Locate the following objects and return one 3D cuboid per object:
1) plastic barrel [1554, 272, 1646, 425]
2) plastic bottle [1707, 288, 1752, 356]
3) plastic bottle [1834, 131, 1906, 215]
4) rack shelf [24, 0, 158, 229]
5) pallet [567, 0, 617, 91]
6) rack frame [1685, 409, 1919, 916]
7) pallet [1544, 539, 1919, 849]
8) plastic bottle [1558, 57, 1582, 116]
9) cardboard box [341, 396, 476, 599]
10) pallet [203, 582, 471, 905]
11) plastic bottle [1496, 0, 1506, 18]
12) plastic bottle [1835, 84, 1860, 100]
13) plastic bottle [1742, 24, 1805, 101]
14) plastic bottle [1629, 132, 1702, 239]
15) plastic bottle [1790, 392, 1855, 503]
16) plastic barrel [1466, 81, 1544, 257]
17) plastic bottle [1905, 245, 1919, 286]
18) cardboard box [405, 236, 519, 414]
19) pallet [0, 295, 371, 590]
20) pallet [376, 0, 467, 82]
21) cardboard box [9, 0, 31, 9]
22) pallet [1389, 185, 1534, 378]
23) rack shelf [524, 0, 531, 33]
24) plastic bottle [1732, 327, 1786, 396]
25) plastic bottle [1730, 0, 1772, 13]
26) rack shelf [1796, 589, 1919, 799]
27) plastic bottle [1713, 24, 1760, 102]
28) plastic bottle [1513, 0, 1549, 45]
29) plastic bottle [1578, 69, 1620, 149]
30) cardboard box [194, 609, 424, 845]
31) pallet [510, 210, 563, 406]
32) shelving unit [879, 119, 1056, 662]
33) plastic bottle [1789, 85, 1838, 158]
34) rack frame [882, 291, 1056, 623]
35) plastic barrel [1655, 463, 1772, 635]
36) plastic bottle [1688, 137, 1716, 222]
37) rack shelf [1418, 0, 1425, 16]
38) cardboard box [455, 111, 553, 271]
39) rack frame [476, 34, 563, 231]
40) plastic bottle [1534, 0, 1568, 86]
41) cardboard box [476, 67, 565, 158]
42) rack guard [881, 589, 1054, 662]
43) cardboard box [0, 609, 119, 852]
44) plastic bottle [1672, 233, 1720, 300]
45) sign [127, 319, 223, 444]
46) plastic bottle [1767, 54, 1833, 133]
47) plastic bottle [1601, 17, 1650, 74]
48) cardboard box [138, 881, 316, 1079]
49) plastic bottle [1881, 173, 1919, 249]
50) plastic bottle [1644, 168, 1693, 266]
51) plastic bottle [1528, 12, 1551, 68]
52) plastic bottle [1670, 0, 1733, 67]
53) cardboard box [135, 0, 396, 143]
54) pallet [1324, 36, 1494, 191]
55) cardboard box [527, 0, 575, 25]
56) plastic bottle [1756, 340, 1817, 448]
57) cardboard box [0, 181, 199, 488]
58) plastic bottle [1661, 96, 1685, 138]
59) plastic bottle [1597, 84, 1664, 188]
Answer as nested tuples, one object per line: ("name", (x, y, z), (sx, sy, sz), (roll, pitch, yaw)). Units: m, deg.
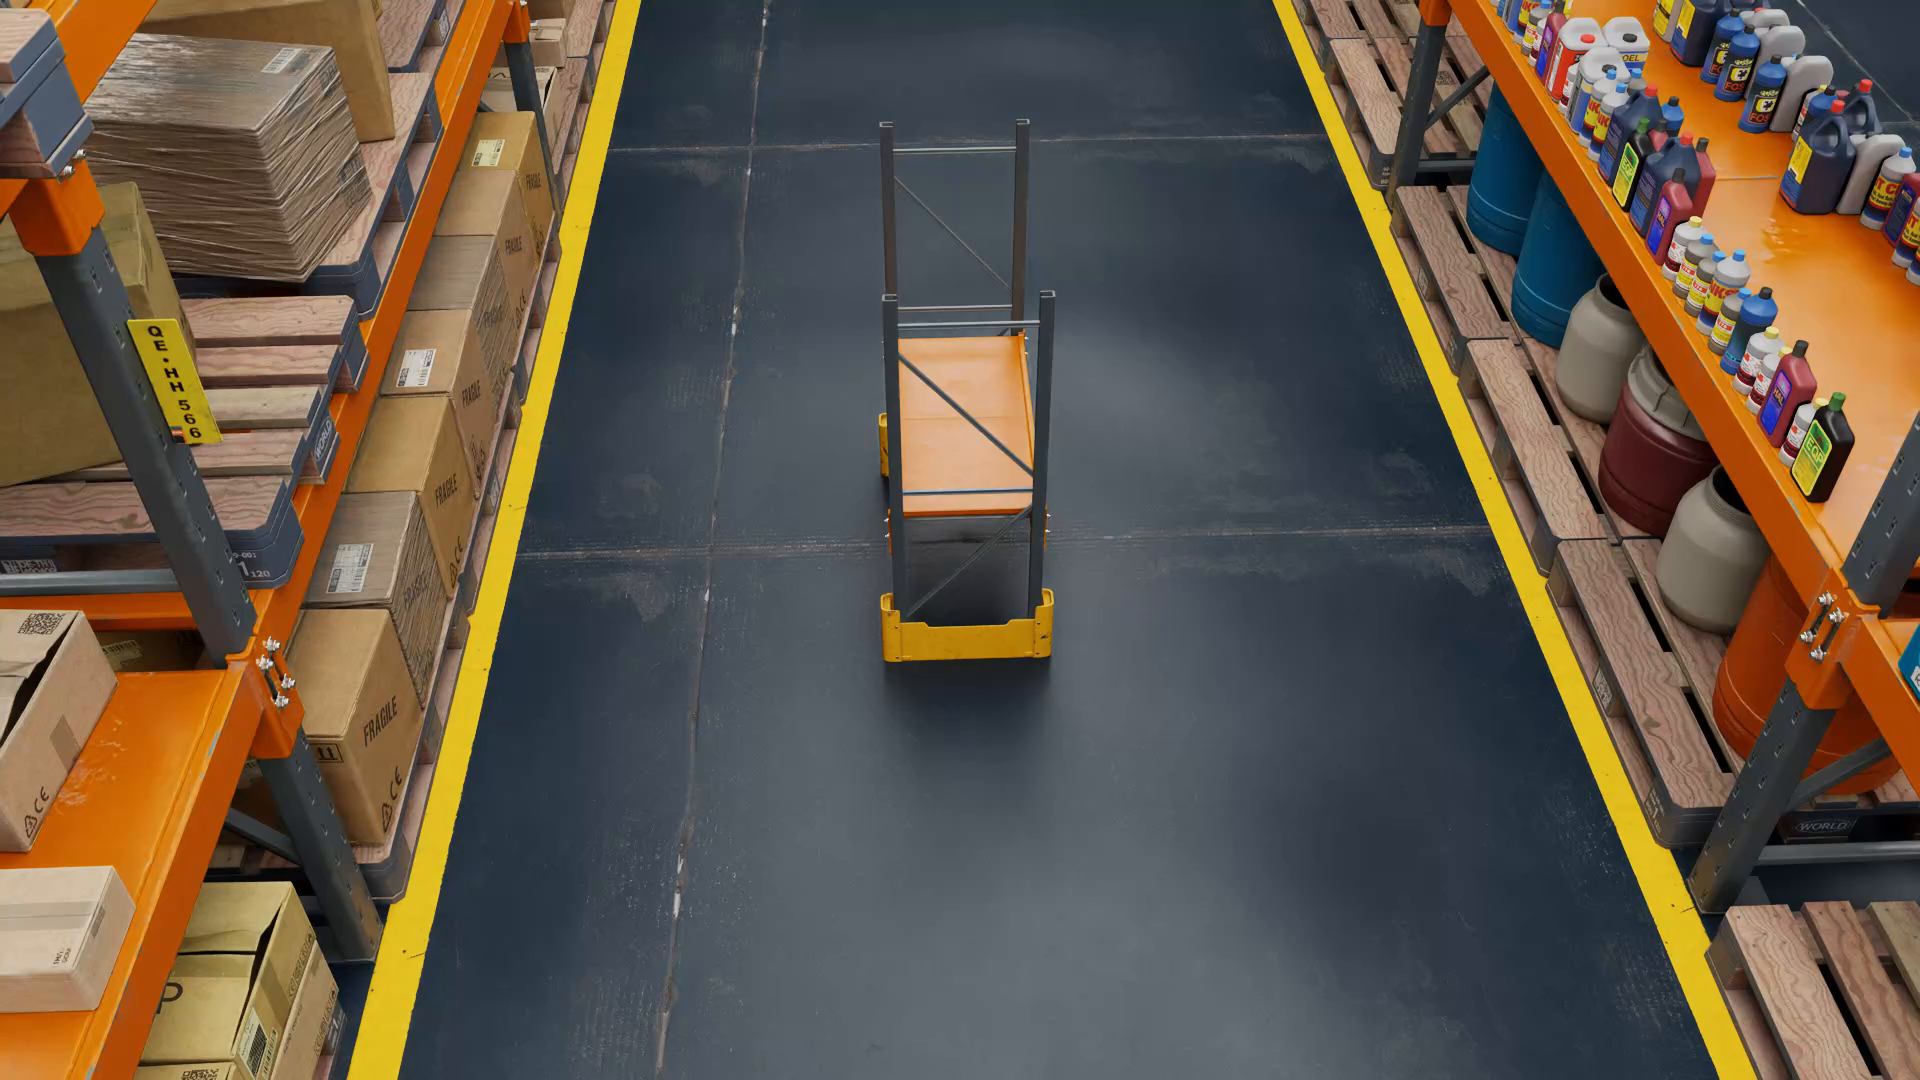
("plastic barrel", (2.529, -0.737, 6.364), (0.421, 0.512, 0.421), (0, 43, 0))
("plastic bottle", (2.275, -0.647, 4.883), (0.097, 0.201, 0.097), (0, 43, 0))
("plastic bottle", (2.973, -1.220, 5.453), (0.152, 0.276, 0.135), (-2, 43, -2))
("rack shelf", (-2.306, -2.079, 4.611), (1.077, 0.370, 4.000), (-2, 43, -2))
("pallet", (-2.474, -2.850, 9.203), (1.003, 0.211, 1.213), (-2, 43, -2))
("rack frame", (2.728, -0.028, 4.061), (1.000, 3.000, 0.127), (-2, 43, -2))
("pallet", (2.653, 0.469, 5.582), (1.003, 0.211, 1.213), (-2, 43, -2))
("plastic bottle", (2.214, -1.628, 5.953), (0.097, 0.201, 0.097), (0, 43, 0))
("cardboard box", (-1.999, -0.137, 5.704), (0.500, 0.500, 0.500), (-2, 43, -2))
("pallet", (-2.215, 0.634, 5.402), (1.003, 0.211, 1.213), (-2, 43, -2))
("plastic bottle", (2.180, -2.188, 6.512), (0.097, 0.271, 0.097), (0, 43, 0))
("plastic bottle", (3.005, -1.439, 5.687), (0.061, 0.283, 0.133), (-2, 43, -2))
("plastic bottle", (2.940, -1.748, 6.029), (0.152, 0.276, 0.135), (-2, 43, -2))
("plastic bottle", (2.271, -1.151, 5.322), (0.144, 0.351, 0.185), (-2, 43, -2))
("plastic bottle", (2.284, -0.246, 4.385), (0.061, 0.283, 0.133), (-2, 43, -2))
("plastic barrel", (2.564, -1.742, 7.173), (0.600, 0.901, 0.708), (-2, 43, -2))
("plastic bottle", (3.020, -0.919, 5.128), (0.097, 0.271, 0.097), (0, 43, 0))
("cardboard box", (-2.051, -0.832, 6.462), (0.500, 0.500, 0.500), (-1, 43, -1))
("pallet", (-2.320, -0.273, 4.470), (1.213, 0.211, 1.003), (-2, 43, -2))
("pallet", (-2.466, -1.975, 6.327), (1.003, 0.211, 1.213), (-2, 43, -2))
("cardboard box", (-2.274, -1.325, 3.181), (0.910, 0.500, 0.500), (-2, 43, -2))
("pallet", (2.549, -1.178, 7.379), (1.003, 0.211, 1.213), (-2, 43, -2))
("rack shelf", (-2.476, -3.674, 8.571), (1.077, 0.370, 4.000), (-2, 43, -2))
("plastic bottle", (2.284, -0.516, 4.740), (0.097, 0.201, 0.097), (0, 43, 0))
("plastic bottle", (2.932, -1.974, 6.221), (0.144, 0.351, 0.185), (-2, 43, -2))
("rack shelf", (2.813, 1.587, 2.831), (1.077, 0.370, 4.000), (-2, 43, -2))
("plastic bottle", (2.816, -1.730, 6.013), (0.097, 0.271, 0.097), (0, 43, 0))
("plastic bottle", (2.190, -2.031, 6.342), (0.097, 0.271, 0.097), (0, 43, 0))
("plastic bottle", (2.224, -1.497, 5.758), (0.097, 0.271, 0.097), (0, 43, 0))
("cardboard box", (-1.955, 0.555, 4.949), (0.500, 0.500, 0.500), (0, 43, 0))
("pallet", (-2.319, -1.013, 7.199), (1.003, 0.211, 1.213), (-2, 43, -2))
("shelving unit", (0.003, -0.501, 5.687), (0.587, 1.500, 1.083), (-2, 43, -2))
("plastic bottle", (2.927, -1.420, 5.675), (0.097, 0.271, 0.097), (0, 43, 0))
("rack frame", (0.025, -0.152, 5.306), (0.500, 1.500, 0.032), (-2, 43, -2))
("plastic barrel", (2.577, 0.026, 5.532), (0.421, 0.512, 0.421), (0, 43, 0))
("plastic bottle", (2.372, -1.146, 5.367), (0.061, 0.283, 0.133), (-2, 43, -2))
("rack shelf", (2.473, -3.813, 8.723), (1.077, 0.370, 4.000), (-2, 43, -2))
("cardboard box", (-2.084, -1.505, 7.196), (0.500, 0.500, 0.500), (-2, 43, -2))
("rack frame", (-2.391, -2.589, 6.854), (1.000, 3.000, 0.127), (-2, 43, -2))
("plastic bottle", (2.185, -1.826, 6.109), (0.061, 0.283, 0.133), (-2, 43, -2))
("cardboard box", (-2.193, -2.049, 7.930), (0.500, 0.311, 0.500), (-2, 43, -2))
("rack guard", (0.024, 0.296, 5.743), (0.587, 0.250, 0.087), (-2, 43, -2))
("cardboard box", (-2.250, 0.391, 3.669), (0.500, 0.311, 0.500), (1, 43, 1))
("plastic bottle", (2.263, -0.844, 5.098), (0.097, 0.201, 0.097), (0, 43, 0))
("sign", (-1.667, -0.333, 3.537), (0.100, 0.325, 0.005), (-2, 43, -2))
("plastic bottle", (2.950, -1.591, 5.858), (0.152, 0.276, 0.135), (-2, 43, -2))
("plastic bottle", (2.388, -1.739, 6.019), (0.152, 0.276, 0.135), (-2, 43, -2))
("cardboard box", (-1.953, 1.110, 4.128), (0.500, 0.311, 0.500), (-1, 43, -1))
("plastic bottle", (3.029, -1.068, 5.281), (0.061, 0.283, 0.133), (-2, 43, -2))
("plastic bottle", (2.236, -1.017, 5.226), (0.061, 0.283, 0.133), (-2, 43, -2))
("plastic bottle", (2.198, -1.874, 6.222), (0.097, 0.201, 0.097), (0, 43, 0))
("plastic bottle", (2.788, -1.970, 6.216), (0.144, 0.351, 0.185), (-2, 43, -2))
("cardboard box", (-2.255, -1.590, 5.379), (0.700, 0.500, 0.500), (-12, 44, -13))
("pallet", (2.488, -2.196, 8.489), (1.003, 0.211, 1.213), (-2, 43, -2))
("cardboard box", (-2.476, -3.099, 8.933), (0.797, 0.503, 0.637), (-2, 43, -2))
("plastic bottle", (2.274, -0.402, 4.555), (0.061, 0.283, 0.133), (-2, 43, -2))
("cardboard box", (-2.361, -0.502, 4.193), (0.700, 0.500, 0.500), (-15, 45, -16))
("plastic bottle", (2.376, -1.370, 5.619), (0.097, 0.271, 0.097), (0, 43, 0))
("plastic bottle", (2.257, -1.366, 5.557), (0.144, 0.351, 0.185), (-2, 43, -2))
